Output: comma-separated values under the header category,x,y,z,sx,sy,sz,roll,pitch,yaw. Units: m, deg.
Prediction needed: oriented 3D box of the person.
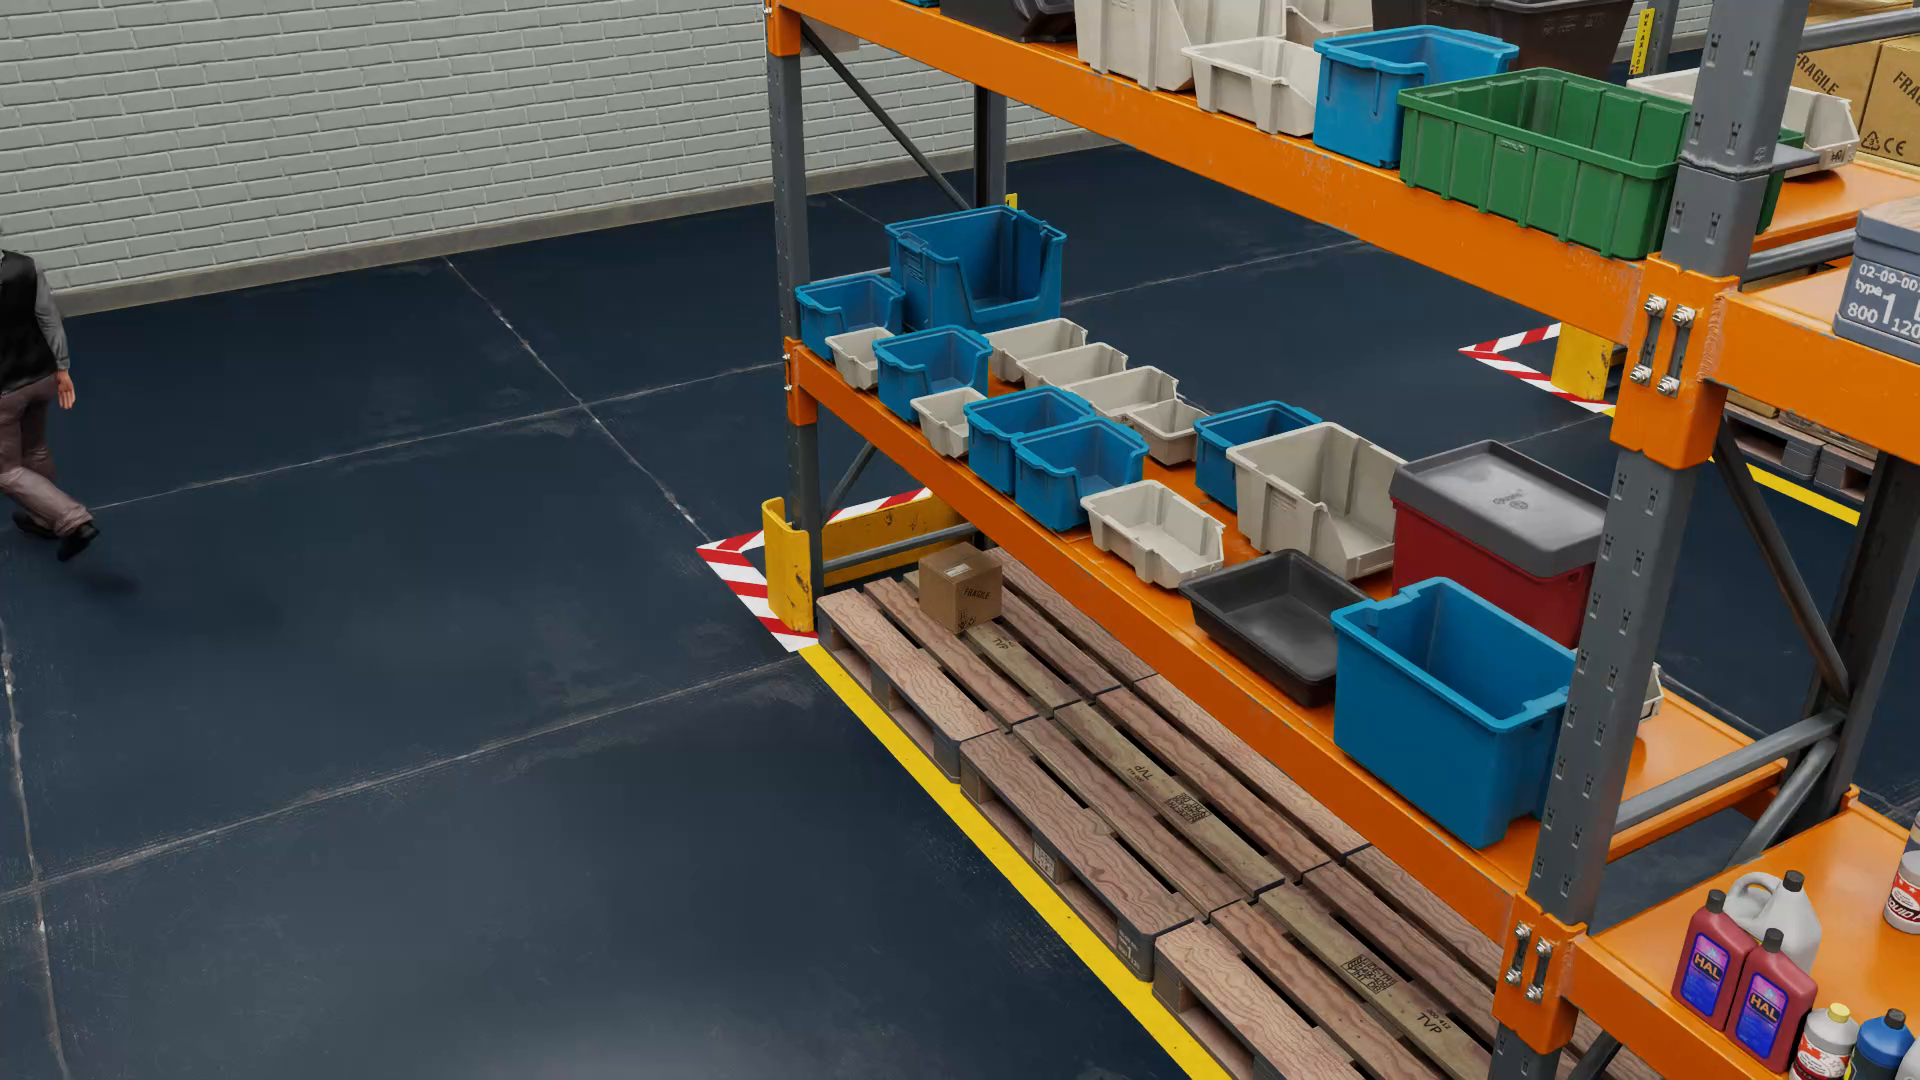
category,x,y,z,sx,sy,sz,roll,pitch,yaw
person,-4.261,-0.653,7.482,0.844,1.615,0.547,13,31,22
